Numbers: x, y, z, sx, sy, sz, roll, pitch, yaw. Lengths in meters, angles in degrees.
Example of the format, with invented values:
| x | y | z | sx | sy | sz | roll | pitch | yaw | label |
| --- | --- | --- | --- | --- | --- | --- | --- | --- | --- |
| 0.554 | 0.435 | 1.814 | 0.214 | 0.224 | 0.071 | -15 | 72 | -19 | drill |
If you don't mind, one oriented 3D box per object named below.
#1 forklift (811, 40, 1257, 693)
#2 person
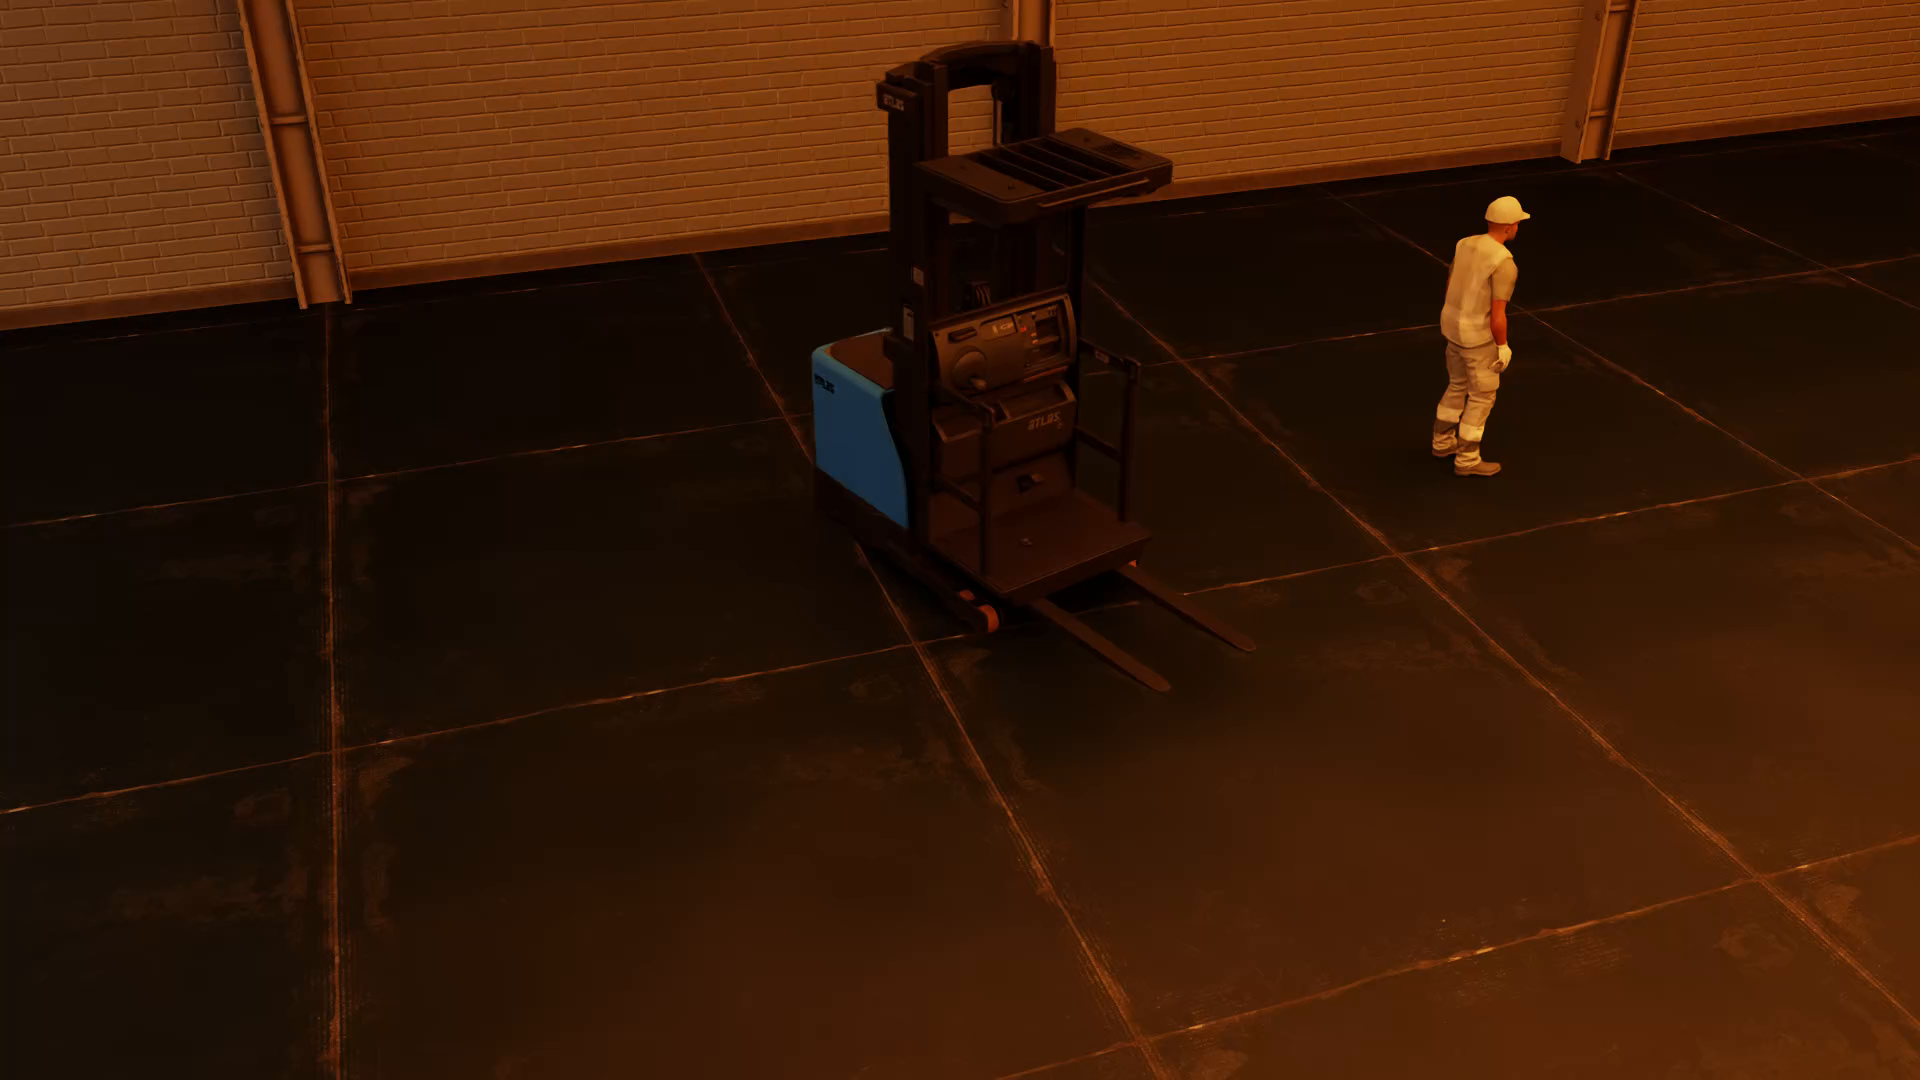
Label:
| x | y | z | sx | sy | sz | roll | pitch | yaw | label |
| --- | --- | --- | --- | --- | --- | --- | --- | --- | --- |
| 0.375 | -1.027 | 8.872 | 1.130 | 2.935 | 3.031 | -20 | 36 | -31 | forklift |
| 3.268 | -1.288 | 10.486 | 0.452 | 1.777 | 0.608 | -9 | 31 | -15 | person |
